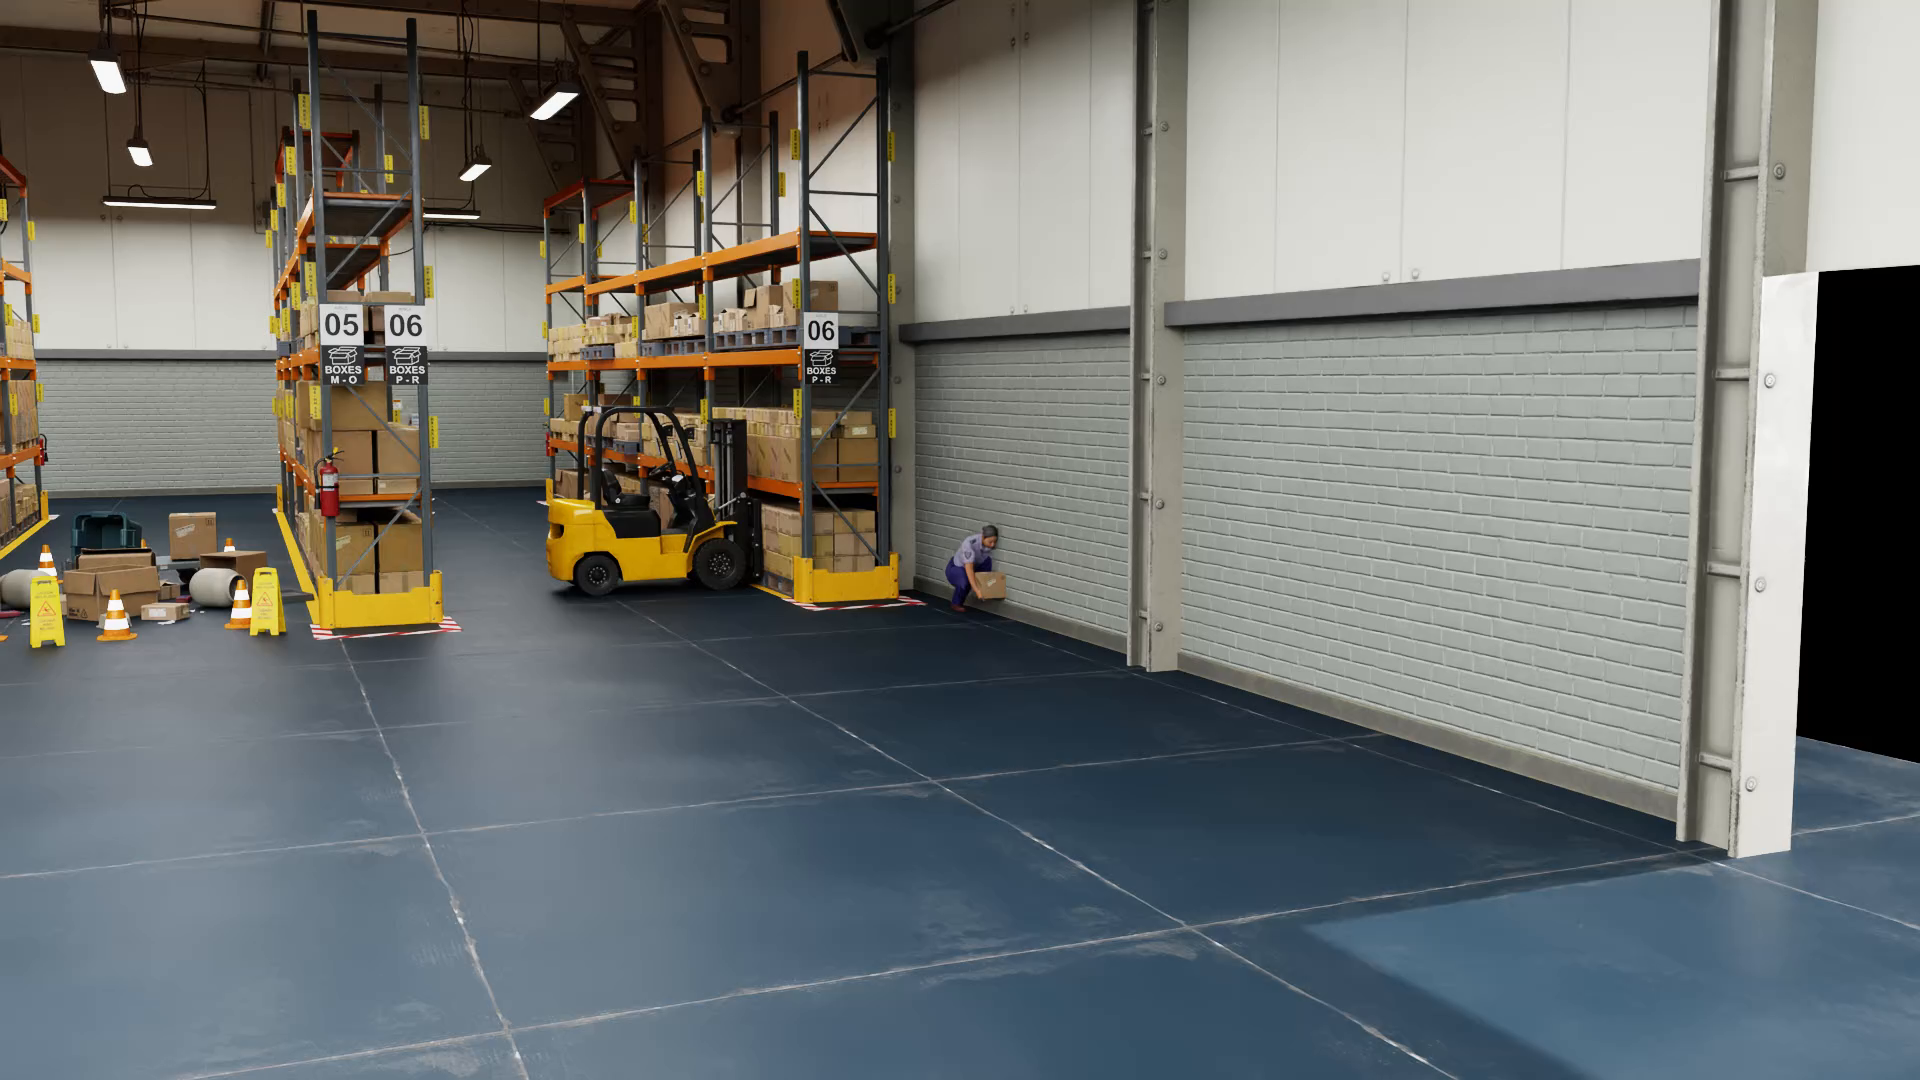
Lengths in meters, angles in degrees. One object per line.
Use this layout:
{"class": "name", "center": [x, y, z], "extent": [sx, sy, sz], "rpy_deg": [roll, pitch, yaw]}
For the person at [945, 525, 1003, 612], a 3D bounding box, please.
{"class": "person", "center": [0.181, 0.297, 17.696], "extent": [0.527, 0.951, 0.850], "rpy_deg": [-2, 6, -24]}
